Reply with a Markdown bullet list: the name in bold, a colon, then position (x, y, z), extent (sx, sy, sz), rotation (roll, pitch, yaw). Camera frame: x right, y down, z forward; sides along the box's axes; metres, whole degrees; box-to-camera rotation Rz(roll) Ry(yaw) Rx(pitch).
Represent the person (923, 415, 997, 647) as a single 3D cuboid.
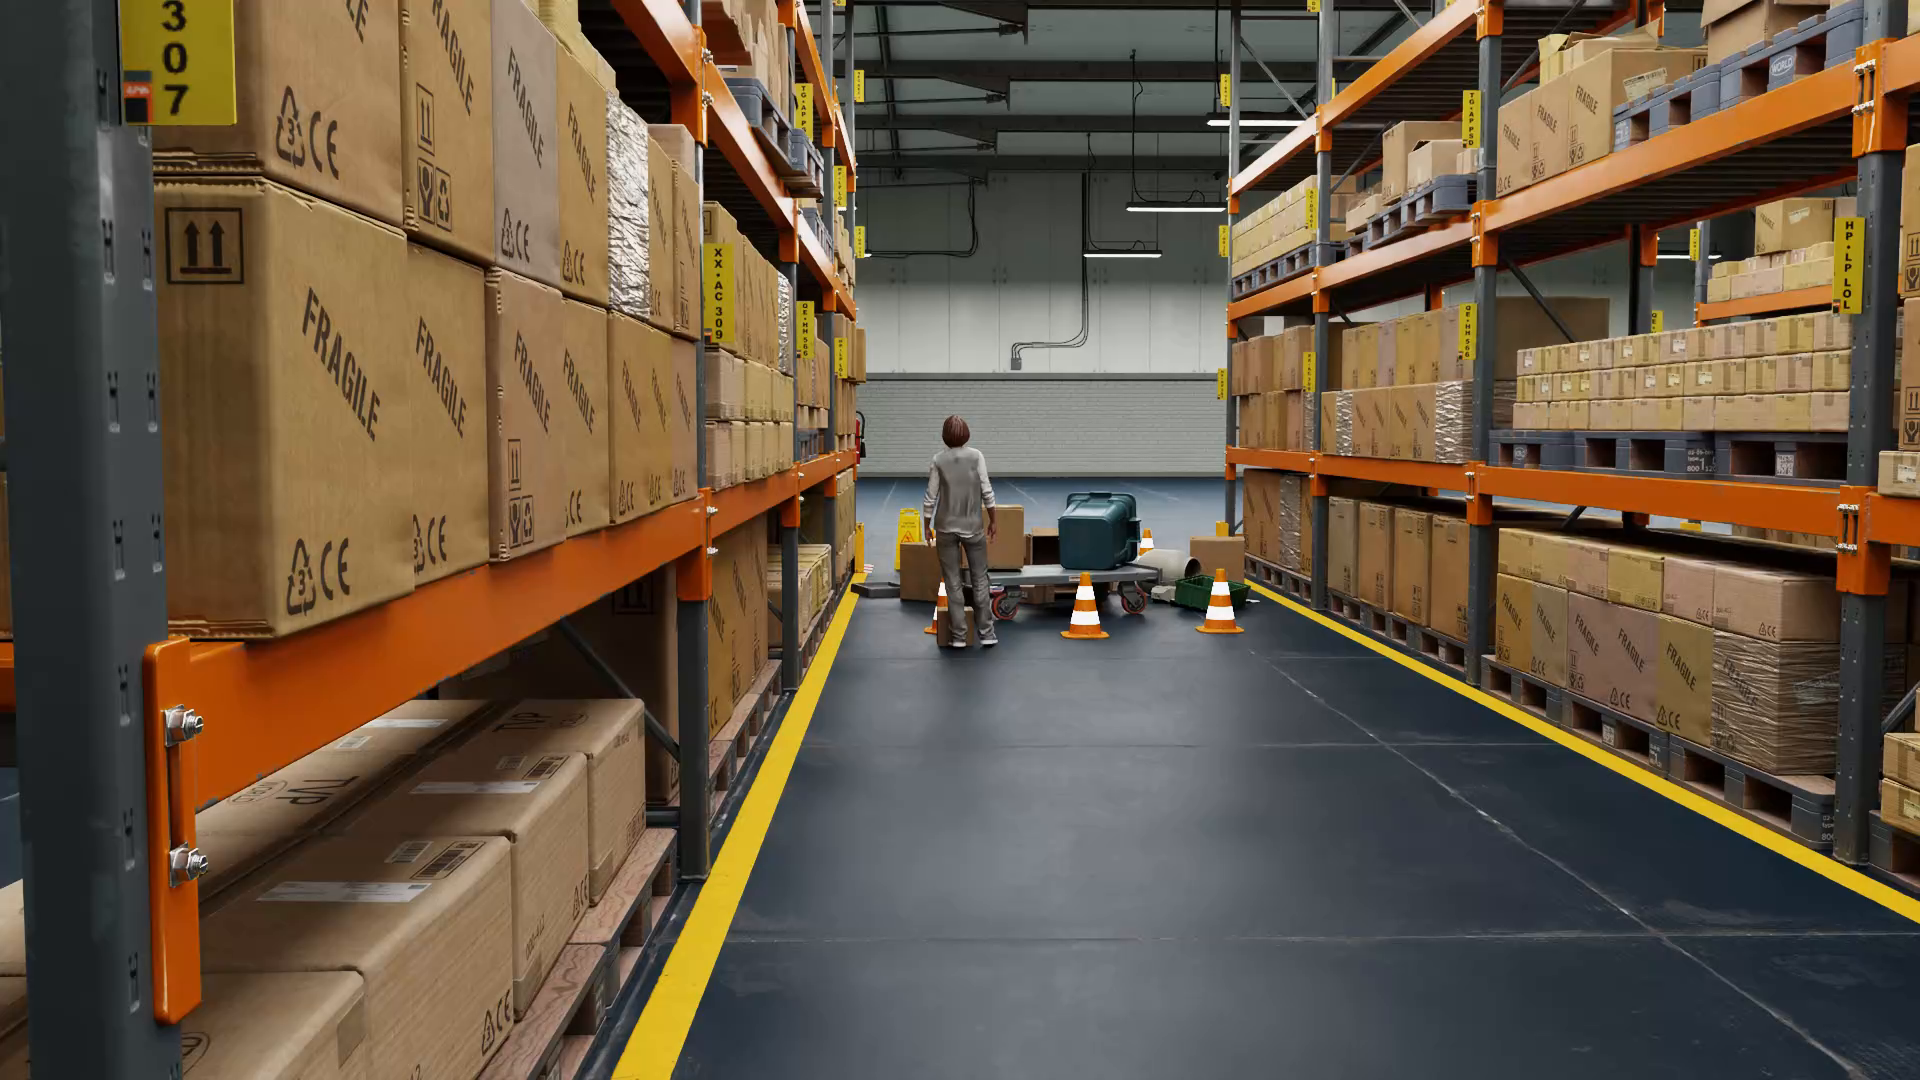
- **person**: position (0.006, -0.056, 11.454), extent (0.520, 1.590, 0.475), rotation (0, 4, -1)
